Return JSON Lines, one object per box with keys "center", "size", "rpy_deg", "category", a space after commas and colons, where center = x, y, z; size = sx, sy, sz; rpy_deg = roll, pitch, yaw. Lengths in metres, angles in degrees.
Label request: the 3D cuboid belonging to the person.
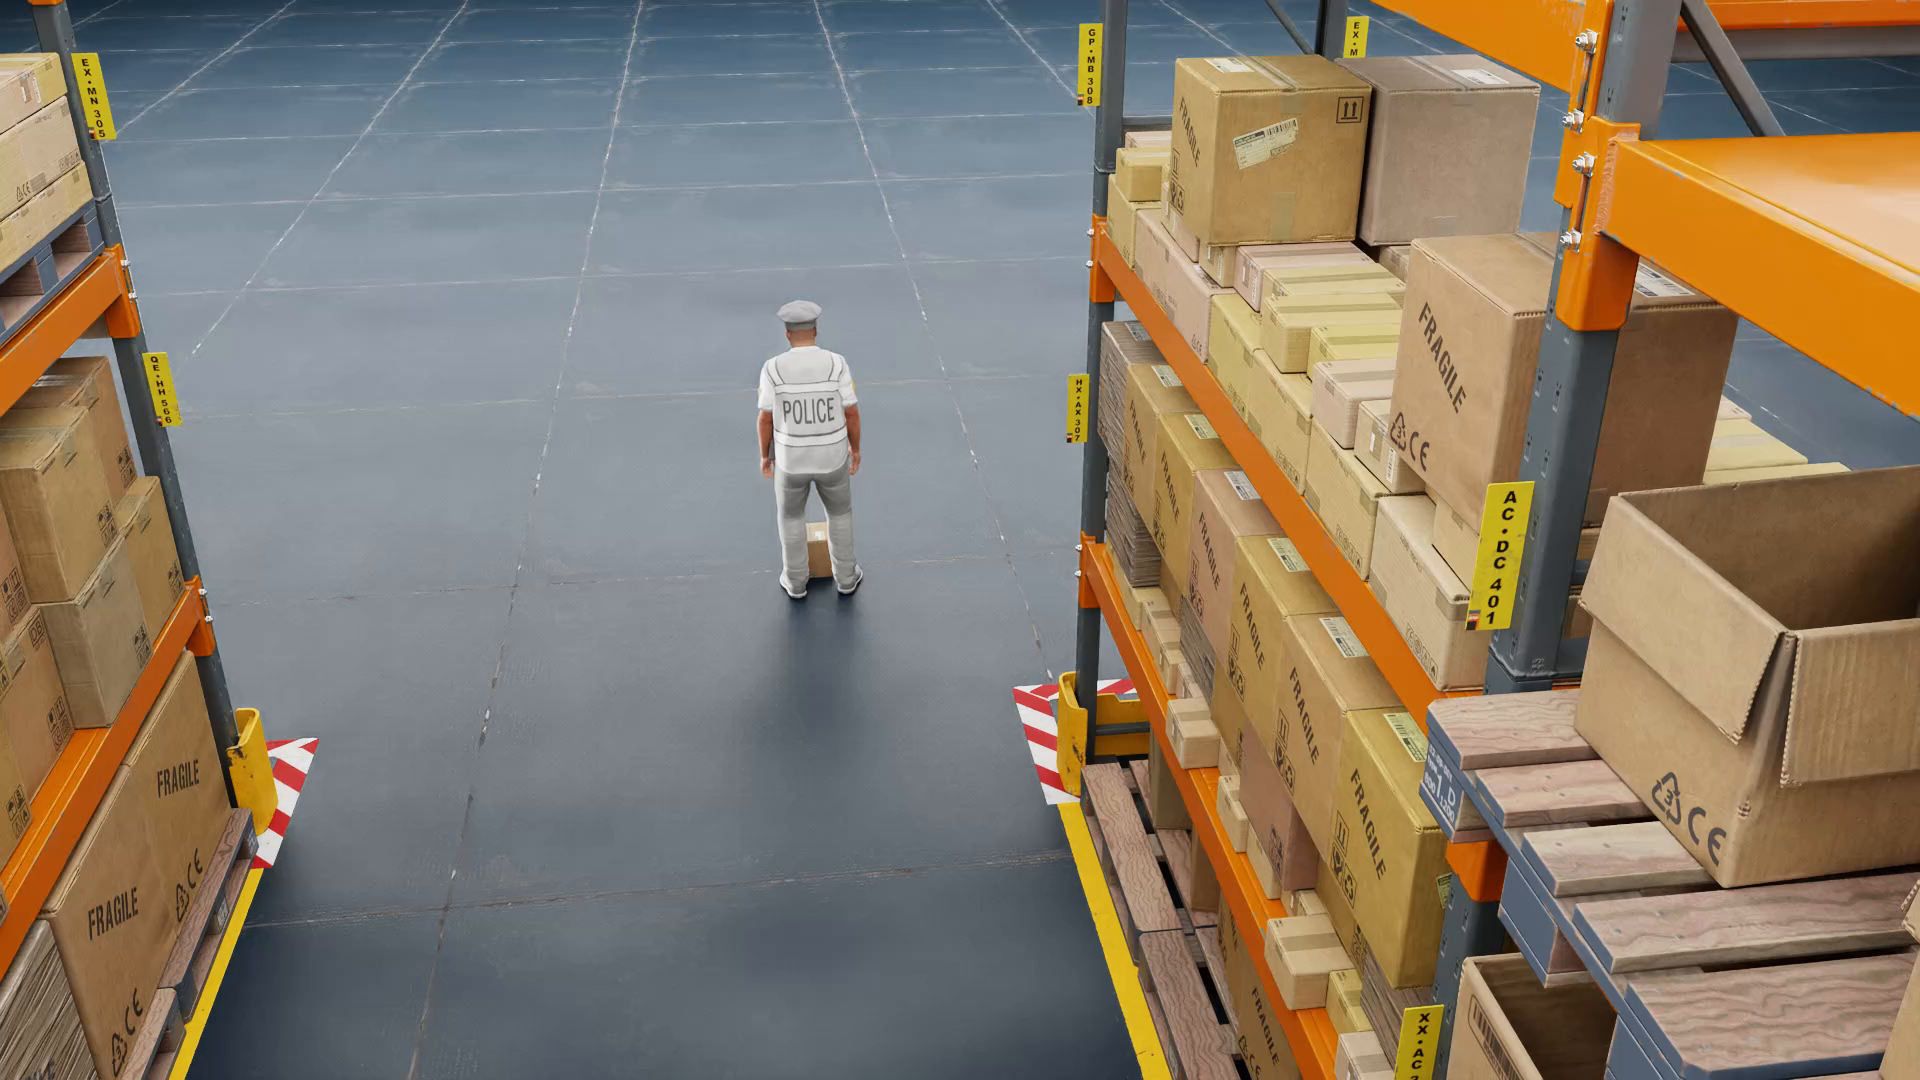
{"center": [-0.857, -0.483, 9.559], "size": [0.587, 1.746, 0.438], "rpy_deg": [-3, 27, -7], "category": "person"}
